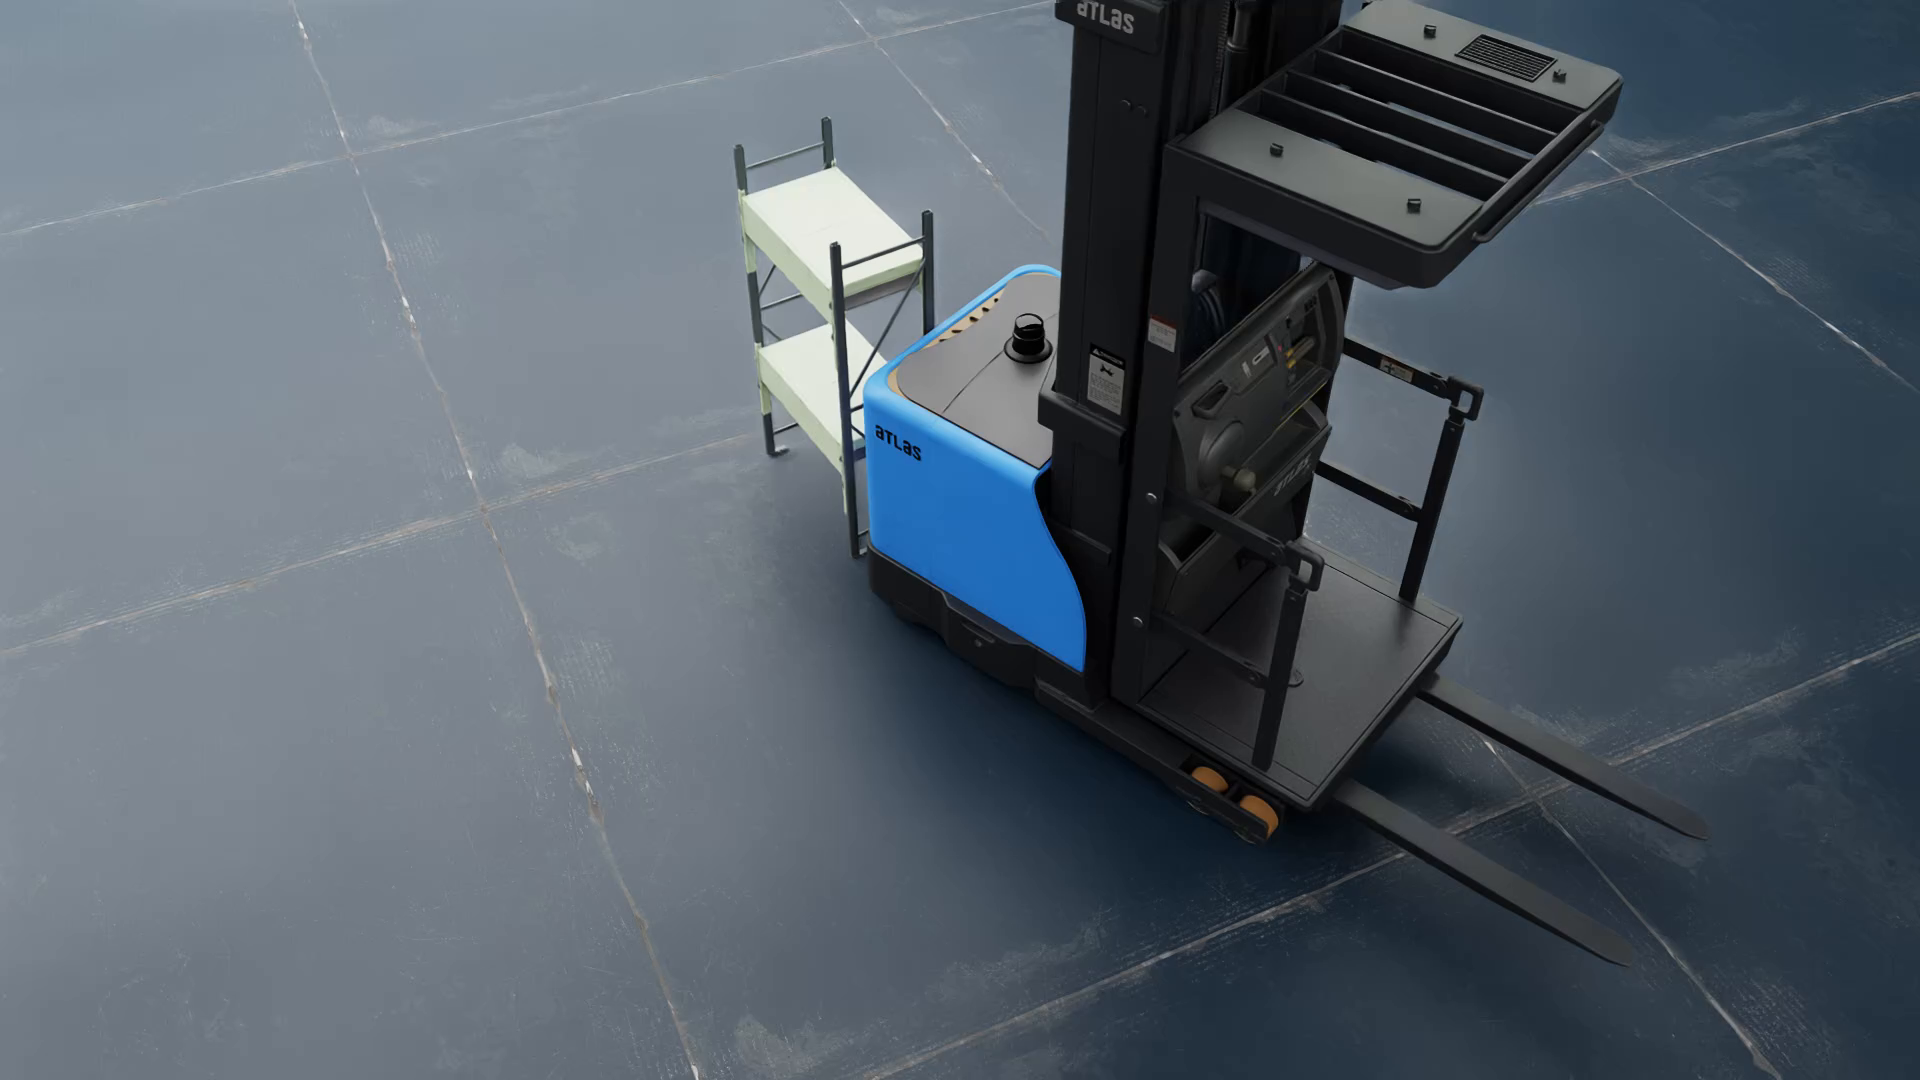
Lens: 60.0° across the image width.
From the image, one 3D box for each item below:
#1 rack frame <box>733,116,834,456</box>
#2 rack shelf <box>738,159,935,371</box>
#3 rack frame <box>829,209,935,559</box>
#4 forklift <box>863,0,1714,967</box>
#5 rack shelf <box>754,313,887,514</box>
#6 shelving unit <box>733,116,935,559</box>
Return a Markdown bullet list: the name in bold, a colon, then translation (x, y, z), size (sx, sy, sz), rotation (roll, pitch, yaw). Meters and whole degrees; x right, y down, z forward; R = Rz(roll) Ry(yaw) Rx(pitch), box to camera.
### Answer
- **rack frame**: translation (-0.655, -0.973, 6.668), size (0.400, 1.500, 0.023), rotation (-24, 49, -22)
- **rack shelf**: translation (-0.462, -1.033, 6.173), size (0.431, 0.370, 0.720), rotation (-24, 49, -22)
- **rack frame**: translation (-0.268, -0.537, 6.226), size (0.400, 1.500, 0.023), rotation (-24, 49, -22)
- **forklift**: translation (1.102, -0.430, 5.099), size (3.031, 2.935, 1.130), rotation (30, 52, 27)
- **rack shelf**: translation (-0.462, -0.523, 6.676), size (0.431, 0.370, 0.720), rotation (-24, 49, -22)
- **shelving unit**: translation (-0.462, -0.755, 6.447), size (0.431, 1.500, 0.755), rotation (-24, 49, -22)
